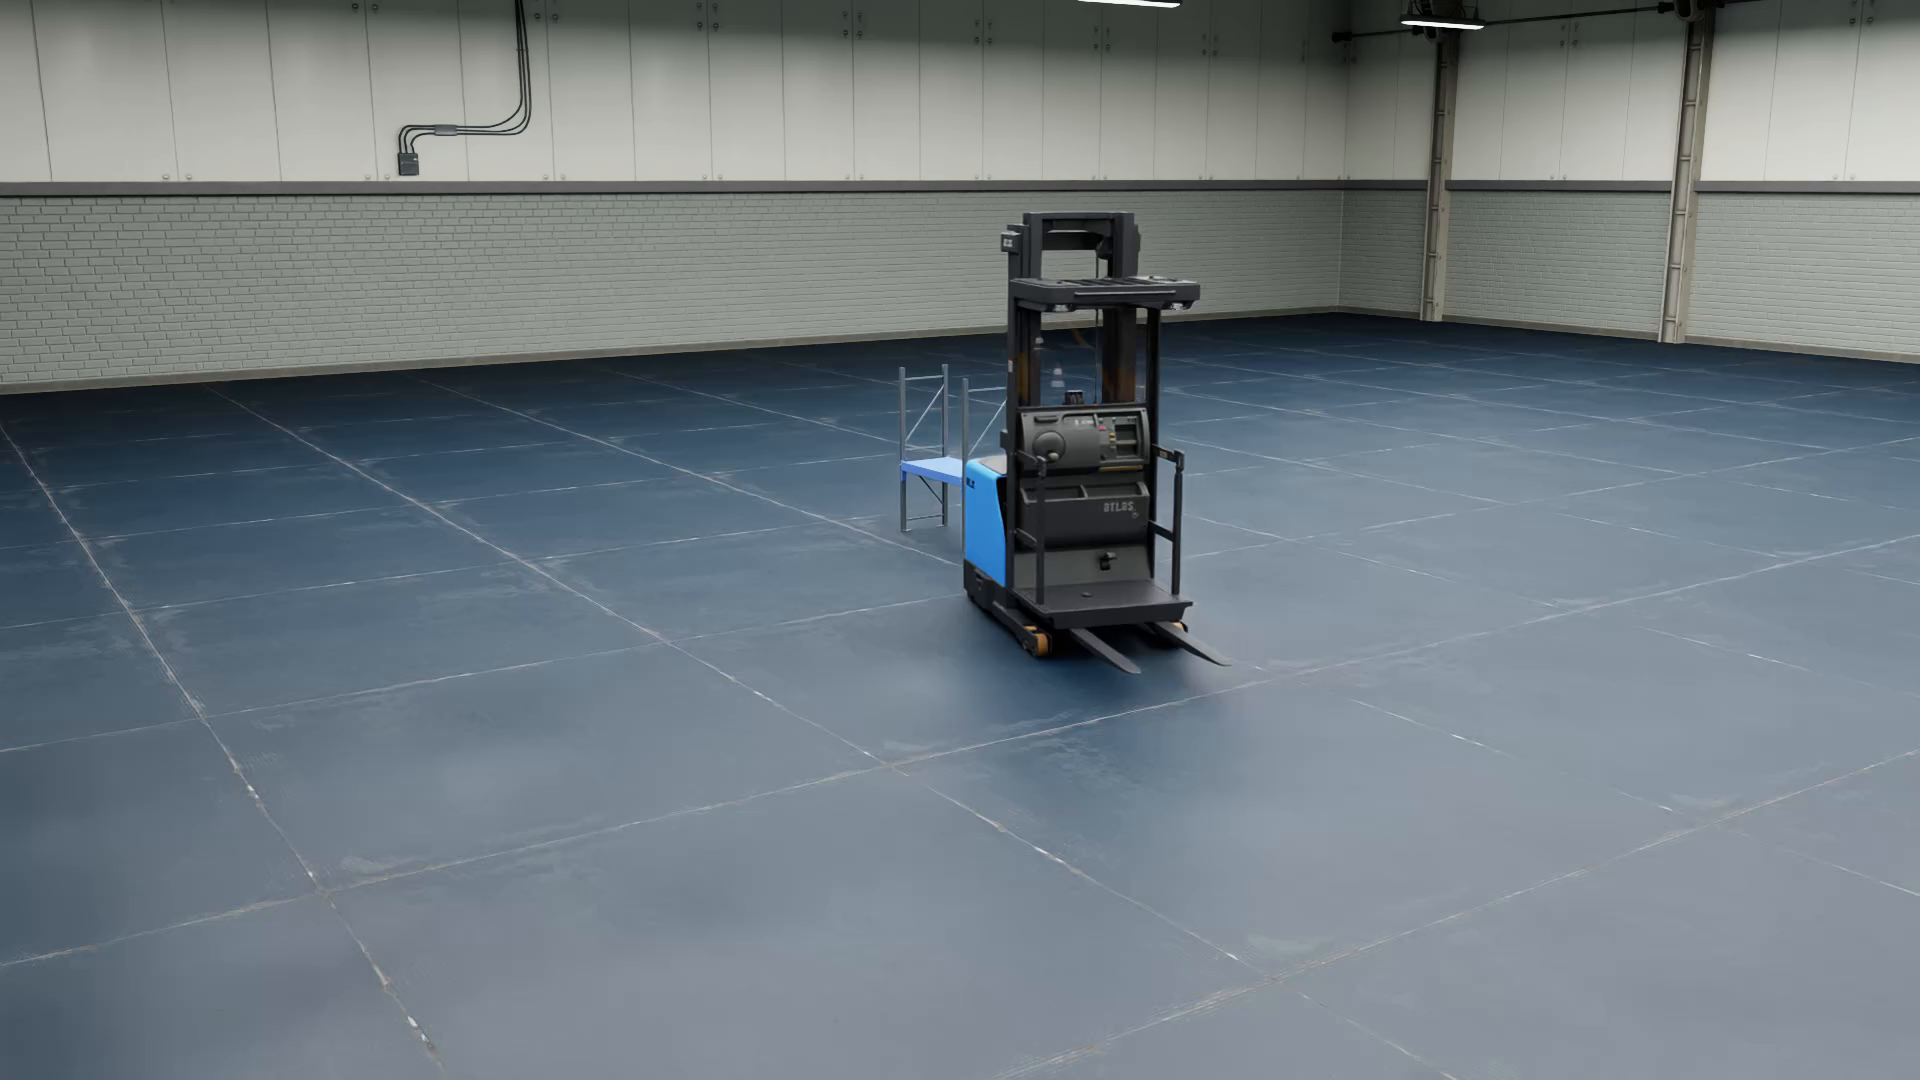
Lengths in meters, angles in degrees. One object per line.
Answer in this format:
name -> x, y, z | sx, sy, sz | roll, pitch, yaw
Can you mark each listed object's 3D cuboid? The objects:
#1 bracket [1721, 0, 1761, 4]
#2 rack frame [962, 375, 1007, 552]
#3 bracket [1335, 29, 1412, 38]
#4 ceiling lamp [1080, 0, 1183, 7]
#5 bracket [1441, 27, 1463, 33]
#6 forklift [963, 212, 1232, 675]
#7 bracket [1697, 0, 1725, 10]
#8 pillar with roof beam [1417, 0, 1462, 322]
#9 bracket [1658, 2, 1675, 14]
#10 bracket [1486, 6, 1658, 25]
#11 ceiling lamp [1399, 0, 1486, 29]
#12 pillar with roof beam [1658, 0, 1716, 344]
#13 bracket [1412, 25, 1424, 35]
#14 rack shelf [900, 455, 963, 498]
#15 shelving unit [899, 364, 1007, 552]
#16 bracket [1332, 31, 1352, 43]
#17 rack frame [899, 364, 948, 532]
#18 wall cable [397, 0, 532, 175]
bracket -> 15.292, -9.450, 28.584 | 0.076, 0.066, 4.783 | -8, 15, -33
rack frame -> 0.234, -0.657, 14.357 | 0.500, 1.500, 0.032 | -8, 15, -33
bracket -> 9.095, -11.439, 37.681 | 0.076, 0.066, 3.189 | -8, 15, -33
ceiling lamp -> 2.507, -10.041, 26.049 | 2.000, 3.185, 0.800 | -8, 15, -33
bracket -> 10.540, -10.975, 35.559 | 0.235, 0.232, 0.430 | -8, 15, -33
forklift -> 0.935, -0.732, 11.350 | 1.130, 2.935, 3.031 | -4, 13, -16
bracket -> 13.865, -9.908, 30.679 | 0.235, 0.232, 0.430 | -8, 15, -33
pillar with roof beam -> 7.022, -8.823, 34.143 | 9.100, 9.000, 0.548 | -8, 15, -33
bracket -> 13.405, -10.056, 31.354 | 0.235, 0.232, 0.430 | -8, 15, -33
bracket -> 11.968, -10.517, 33.464 | 0.076, 0.066, 4.783 | -8, 15, -33
ceiling lamp -> 8.617, -10.910, 30.022 | 2.000, 3.185, 0.800 | -8, 15, -33
pillar with roof beam -> 10.346, -7.756, 29.264 | 9.100, 9.000, 0.548 | -8, 15, -33
bracket -> 10.080, -11.123, 36.234 | 0.235, 0.232, 0.430 | -8, 15, -33
rack shelf -> -0.047, -0.572, 14.809 | 0.538, 0.185, 1.000 | -8, 15, -33
shelving unit -> -0.047, -0.748, 14.771 | 0.538, 1.500, 1.048 | -8, 15, -33
bracket -> 8.767, -11.544, 38.161 | 0.235, 0.232, 0.430 | -8, 15, -33
rack frame -> -0.329, -0.838, 15.184 | 0.500, 1.500, 0.032 | -8, 15, -33
wall cable -> -8.237, -9.067, 27.297 | 2.305, 6.003, 0.169 | -8, 15, -33
